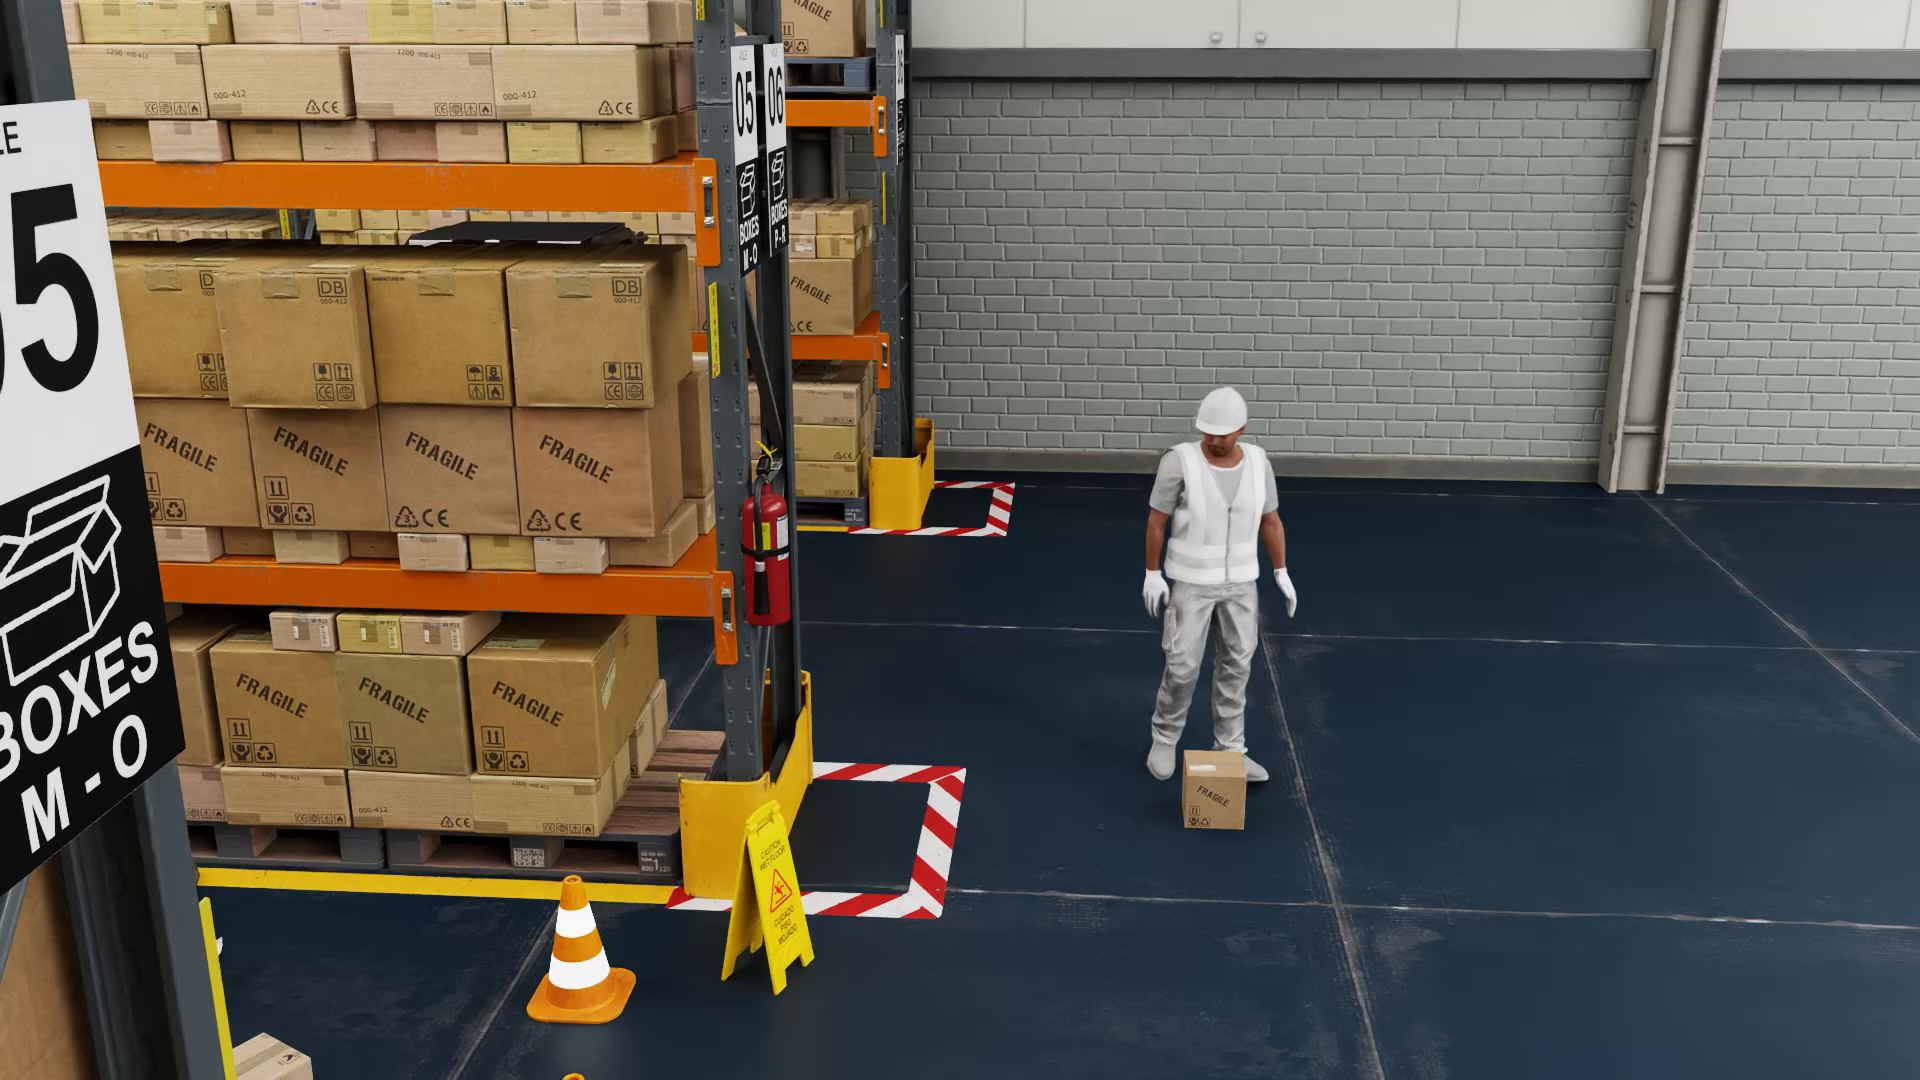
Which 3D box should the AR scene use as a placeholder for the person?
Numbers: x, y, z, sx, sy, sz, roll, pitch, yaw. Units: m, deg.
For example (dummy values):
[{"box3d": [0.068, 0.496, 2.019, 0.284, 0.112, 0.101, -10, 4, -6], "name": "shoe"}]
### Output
[{"box3d": [1.154, 0.209, 7.353, 0.651, 1.799, 0.461, -5, 18, -16], "name": "person"}]
